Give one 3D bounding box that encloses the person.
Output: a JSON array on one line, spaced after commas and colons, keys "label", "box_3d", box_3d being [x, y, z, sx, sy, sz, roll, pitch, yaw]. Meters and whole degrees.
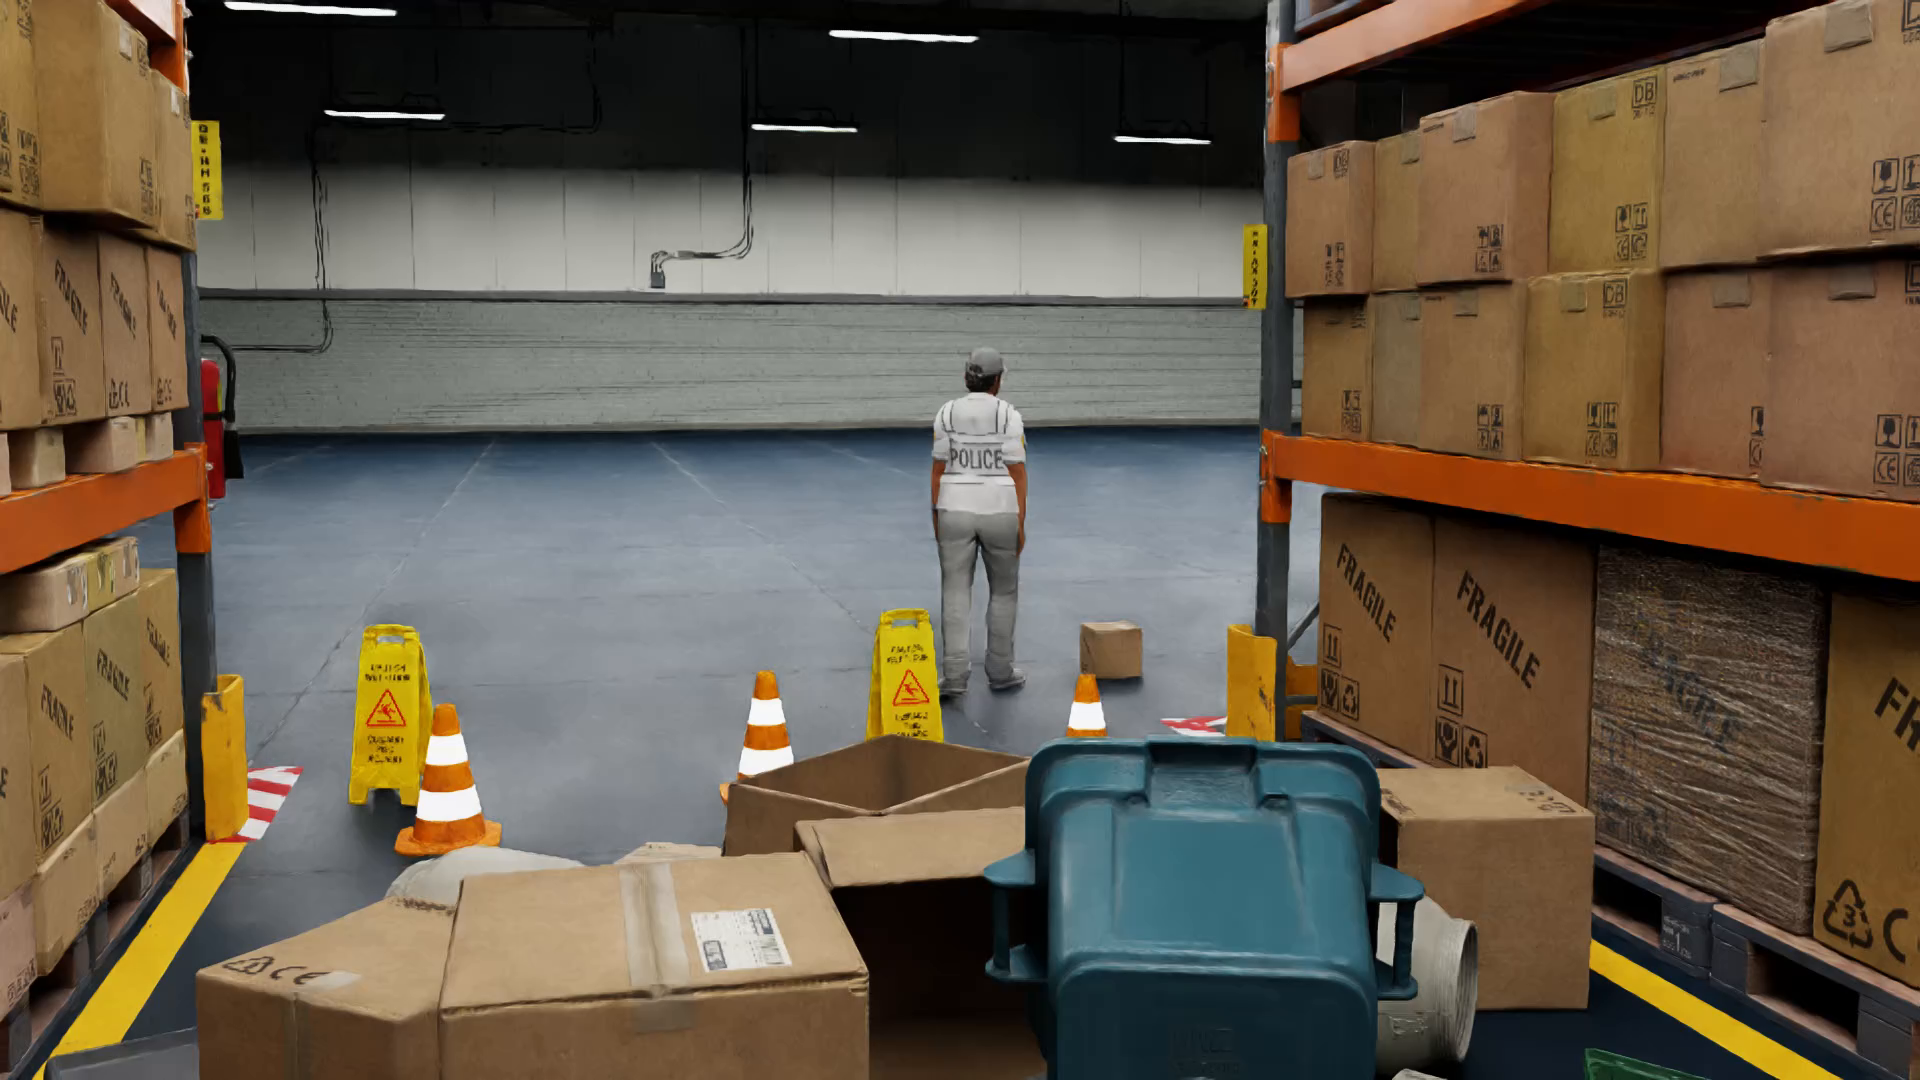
[{"label": "person", "box_3d": [0.096, -0.095, 7.977, 0.470, 1.654, 0.643, 1, 6, 9]}]
